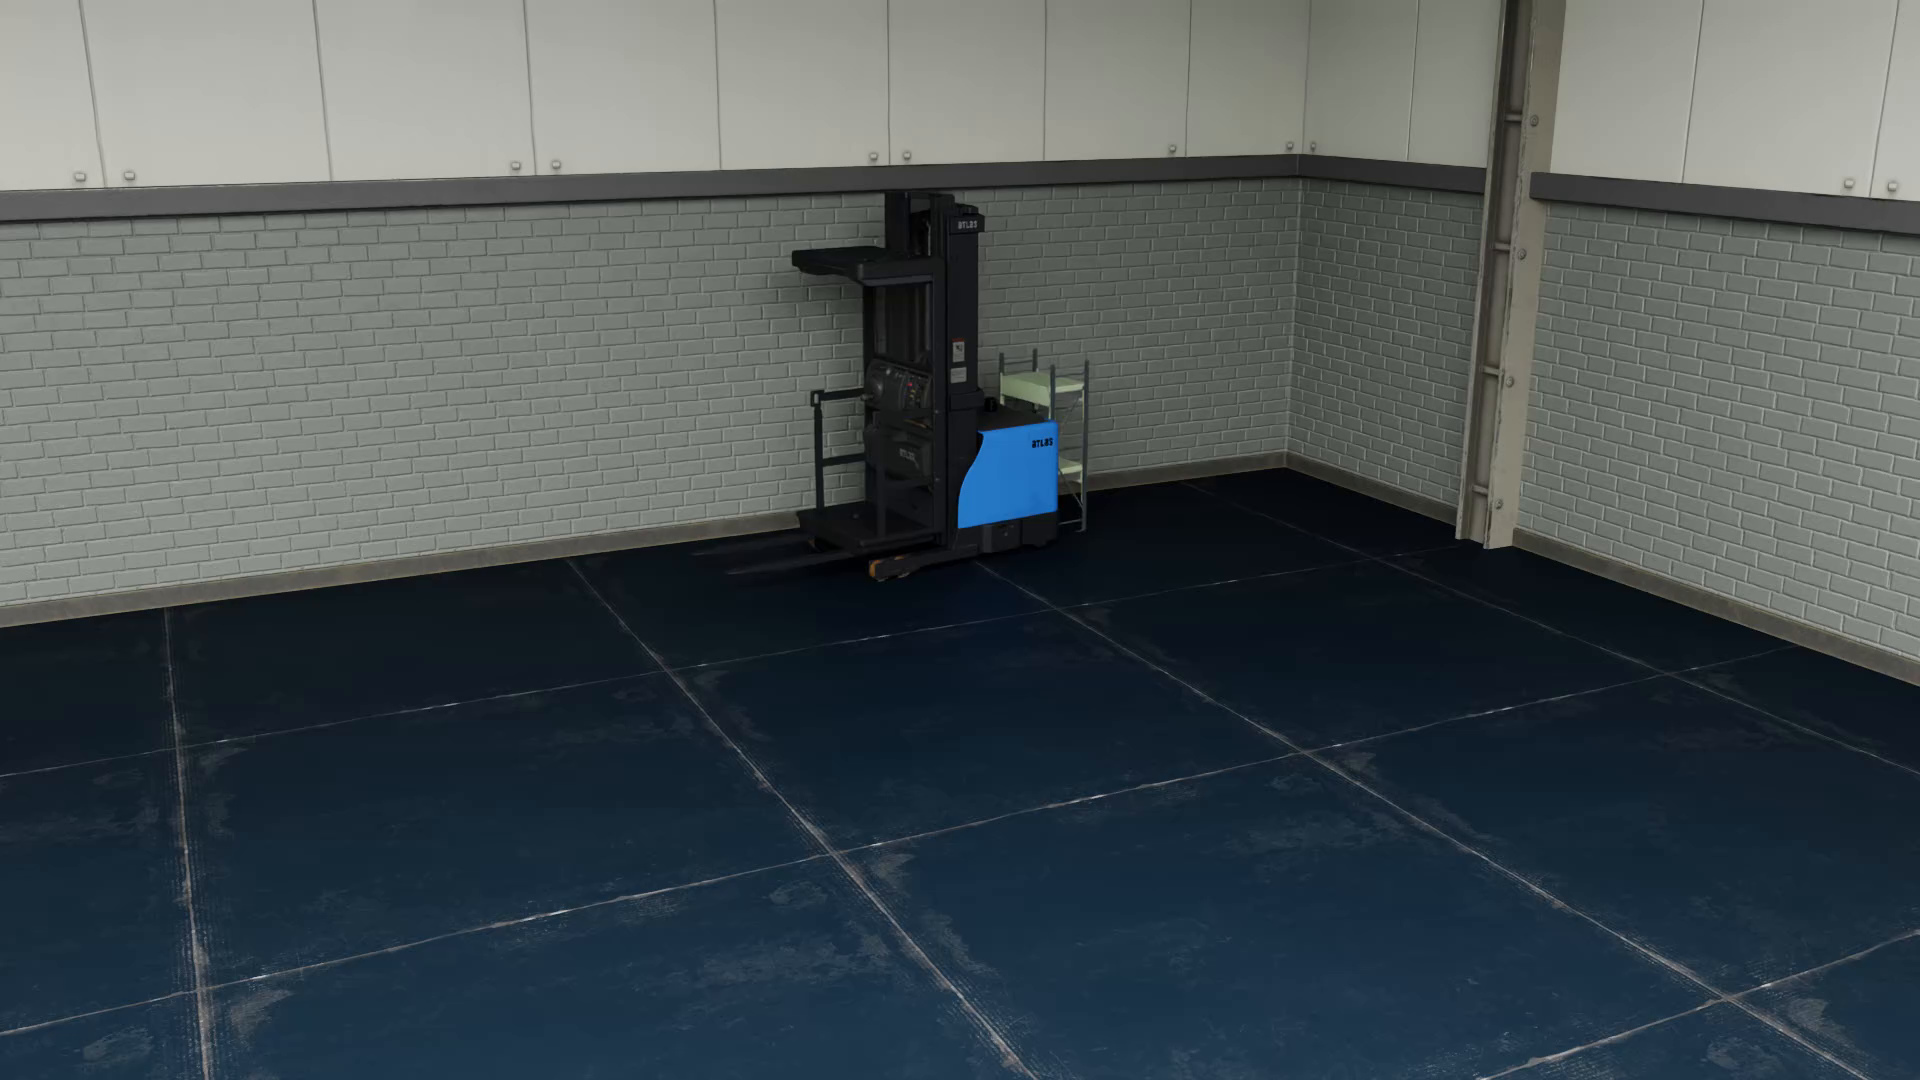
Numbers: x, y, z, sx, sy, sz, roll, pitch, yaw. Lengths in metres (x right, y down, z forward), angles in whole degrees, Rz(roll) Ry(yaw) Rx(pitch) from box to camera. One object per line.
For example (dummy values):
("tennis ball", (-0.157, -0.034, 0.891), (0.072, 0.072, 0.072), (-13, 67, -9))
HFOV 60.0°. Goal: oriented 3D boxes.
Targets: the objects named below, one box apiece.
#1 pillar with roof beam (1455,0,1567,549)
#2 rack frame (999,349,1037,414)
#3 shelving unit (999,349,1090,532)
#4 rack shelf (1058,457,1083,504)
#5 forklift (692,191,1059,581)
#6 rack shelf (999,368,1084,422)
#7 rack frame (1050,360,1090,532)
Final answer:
("pillar with roof beam", (0.613, -3.794, 11.158), (9.100, 9.000, 0.400), (-8, 18, -25))
("rack frame", (0.514, -0.941, 14.809), (0.400, 1.500, 0.023), (-11, 19, -33))
("shelving unit", (0.722, -0.858, 14.520), (0.431, 1.500, 0.755), (-11, 19, -33))
("rack shelf", (0.722, -0.544, 14.610), (0.431, 0.370, 0.720), (-11, 19, -33))
("forklift", (-0.671, -1.249, 13.288), (3.031, 2.935, 1.130), (-10, 19, -32))
("rack shelf", (0.722, -1.233, 14.412), (0.431, 0.370, 0.720), (-11, 19, -33))
("rack frame", (0.929, -0.774, 14.230), (0.400, 1.500, 0.023), (-11, 19, -33))
